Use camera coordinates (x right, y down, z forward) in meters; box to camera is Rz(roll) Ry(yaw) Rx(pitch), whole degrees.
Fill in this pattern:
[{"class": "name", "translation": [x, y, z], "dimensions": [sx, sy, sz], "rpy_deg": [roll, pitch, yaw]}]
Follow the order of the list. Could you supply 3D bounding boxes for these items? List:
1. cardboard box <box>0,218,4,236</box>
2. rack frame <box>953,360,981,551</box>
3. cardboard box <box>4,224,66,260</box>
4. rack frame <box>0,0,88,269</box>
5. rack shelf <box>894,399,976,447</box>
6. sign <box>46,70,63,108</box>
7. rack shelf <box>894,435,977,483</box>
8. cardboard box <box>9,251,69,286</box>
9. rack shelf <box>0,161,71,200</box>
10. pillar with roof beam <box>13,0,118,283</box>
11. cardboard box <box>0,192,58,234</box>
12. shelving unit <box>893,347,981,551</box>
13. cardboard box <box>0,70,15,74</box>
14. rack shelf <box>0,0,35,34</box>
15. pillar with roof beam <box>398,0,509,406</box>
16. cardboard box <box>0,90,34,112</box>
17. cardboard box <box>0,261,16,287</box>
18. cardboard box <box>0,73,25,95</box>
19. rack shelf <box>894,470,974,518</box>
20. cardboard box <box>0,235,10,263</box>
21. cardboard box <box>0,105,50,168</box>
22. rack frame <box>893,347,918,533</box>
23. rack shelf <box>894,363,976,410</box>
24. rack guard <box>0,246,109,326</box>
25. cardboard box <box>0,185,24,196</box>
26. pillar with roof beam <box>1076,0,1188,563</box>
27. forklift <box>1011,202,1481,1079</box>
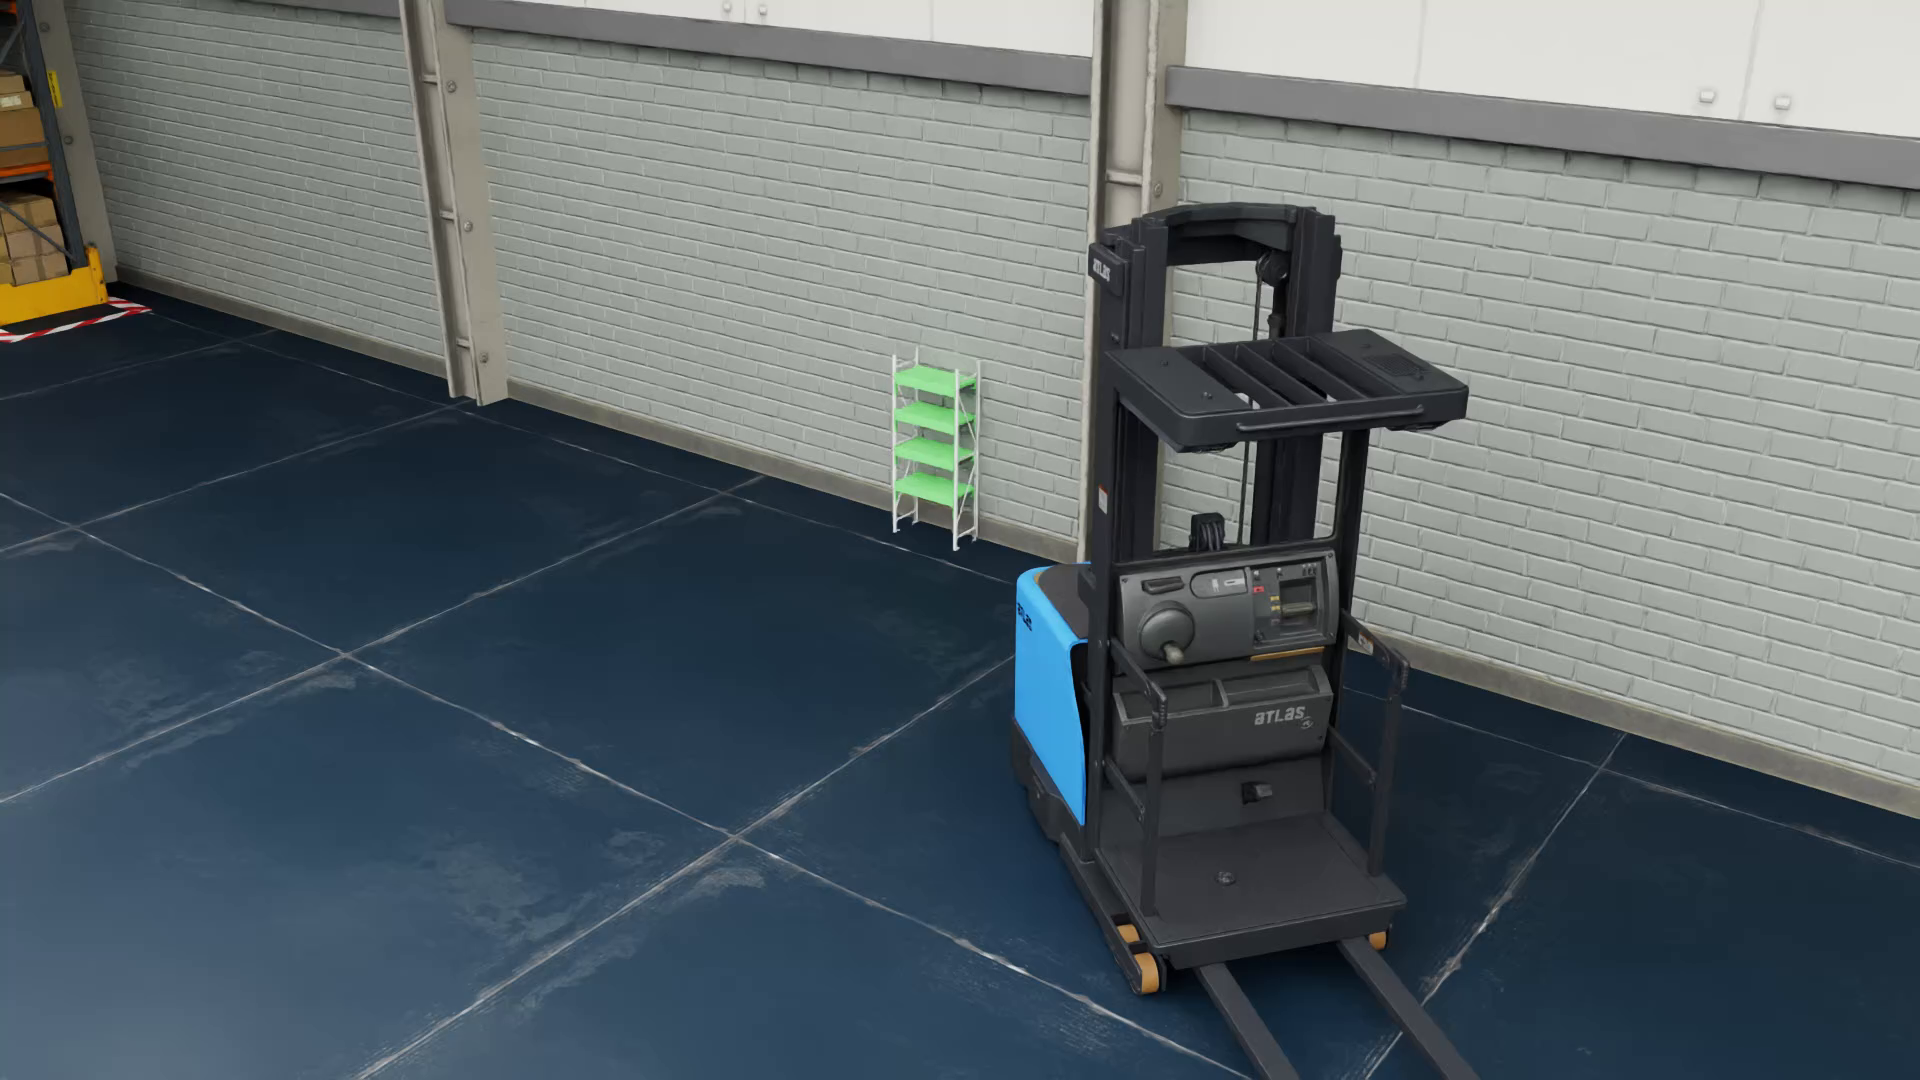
[{"class": "cardboard box", "translation": [-9.194, -2.921, 15.308], "dimensions": [0.500, 0.250, 0.500], "rpy_deg": [18, 29, 35]}, {"class": "rack frame", "translation": [0.042, -0.521, 10.437], "dimensions": [0.015, 1.200, 0.240], "rpy_deg": [17, 27, 33]}, {"class": "cardboard box", "translation": [-8.890, -2.862, 15.794], "dimensions": [0.500, 0.250, 0.500], "rpy_deg": [17, 29, 34]}, {"class": "rack frame", "translation": [-8.638, -3.518, 15.015], "dimensions": [0.127, 3.000, 1.000], "rpy_deg": [17, 29, 33]}, {"class": "rack shelf", "translation": [-0.152, -0.742, 10.501], "dimensions": [0.480, 0.148, 0.258], "rpy_deg": [17, 27, 33]}, {"class": "sign", "translation": [-8.300, -4.128, 15.228], "dimensions": [0.005, 0.325, 0.100], "rpy_deg": [17, 29, 33]}, {"class": "rack shelf", "translation": [-0.155, -0.521, 10.594], "dimensions": [0.480, 0.148, 0.258], "rpy_deg": [17, 27, 33]}, {"class": "cardboard box", "translation": [-8.914, -2.634, 15.898], "dimensions": [0.500, 0.250, 0.500], "rpy_deg": [17, 29, 34]}, {"class": "rack shelf", "translation": [-10.238, -3.673, 16.258], "dimensions": [4.000, 0.370, 1.077], "rpy_deg": [17, 29, 33]}, {"class": "pillar with roof beam", "translation": [-11.237, -5.334, 11.695], "dimensions": [0.400, 9.000, 9.100], "rpy_deg": [17, 29, 33]}, {"class": "cardboard box", "translation": [-8.909, -3.087, 15.686], "dimensions": [0.500, 0.250, 0.500], "rpy_deg": [16, 29, 33]}, {"class": "shelving unit", "translation": [-0.154, -0.580, 10.569], "dimensions": [0.503, 1.200, 0.258], "rpy_deg": [17, 27, 33]}, {"class": "cardboard box", "translation": [-8.954, -4.232, 15.337], "dimensions": [0.250, 0.149, 0.380], "rpy_deg": [18, 29, 35]}, {"class": "rack shelf", "translation": [-10.238, -5.045, 15.653], "dimensions": [4.000, 0.370, 1.077], "rpy_deg": [17, 29, 33]}, {"class": "pillar with roof beam", "translation": [-6.435, -3.883, 8.402], "dimensions": [0.400, 9.000, 9.100], "rpy_deg": [17, 29, 33]}, {"class": "cardboard box", "translation": [-8.754, -4.027, 15.240], "dimensions": [0.250, 0.149, 0.380], "rpy_deg": [16, 28, 32]}, {"class": "cardboard box", "translation": [-9.204, -2.464, 15.511], "dimensions": [0.500, 0.250, 0.500], "rpy_deg": [17, 29, 34]}, {"class": "cardboard box", "translation": [-8.779, -4.147, 15.145], "dimensions": [0.250, 0.149, 0.380], "rpy_deg": [16, 28, 32]}, {"class": "rack shelf", "translation": [-0.159, -0.299, 10.687], "dimensions": [0.480, 0.148, 0.258], "rpy_deg": [17, 27, 33]}, {"class": "cardboard box", "translation": [-9.215, -2.698, 15.422], "dimensions": [0.500, 0.250, 0.500], "rpy_deg": [16, 29, 33]}, {"class": "cardboard box", "translation": [-8.868, -3.774, 15.470], "dimensions": [0.500, 0.500, 0.500], "rpy_deg": [18, 29, 35]}, {"class": "rack frame", "translation": [-0.351, -0.638, 10.702], "dimensions": [0.015, 1.200, 0.240], "rpy_deg": [17, 27, 33]}, {"class": "rack shelf", "translation": [-0.149, -0.963, 10.409], "dimensions": [0.480, 0.148, 0.258], "rpy_deg": [17, 27, 33]}, {"class": "rack guard", "translation": [-8.619, -2.369, 15.506], "dimensions": [0.348, 0.500, 1.175], "rpy_deg": [17, 29, 33]}, {"class": "cardboard box", "translation": [-9.311, -3.207, 15.957], "dimensions": [0.500, 0.250, 0.500], "rpy_deg": [17, 29, 33]}, {"class": "pillar with roof beam", "translation": [-1.634, -2.432, 5.109], "dimensions": [0.400, 9.000, 9.100], "rpy_deg": [17, 29, 33]}, {"class": "forklift", "translation": [1.137, 0.297, 6.441], "dimensions": [1.130, 2.935, 3.031], "rpy_deg": [-6, 25, -14]}]
